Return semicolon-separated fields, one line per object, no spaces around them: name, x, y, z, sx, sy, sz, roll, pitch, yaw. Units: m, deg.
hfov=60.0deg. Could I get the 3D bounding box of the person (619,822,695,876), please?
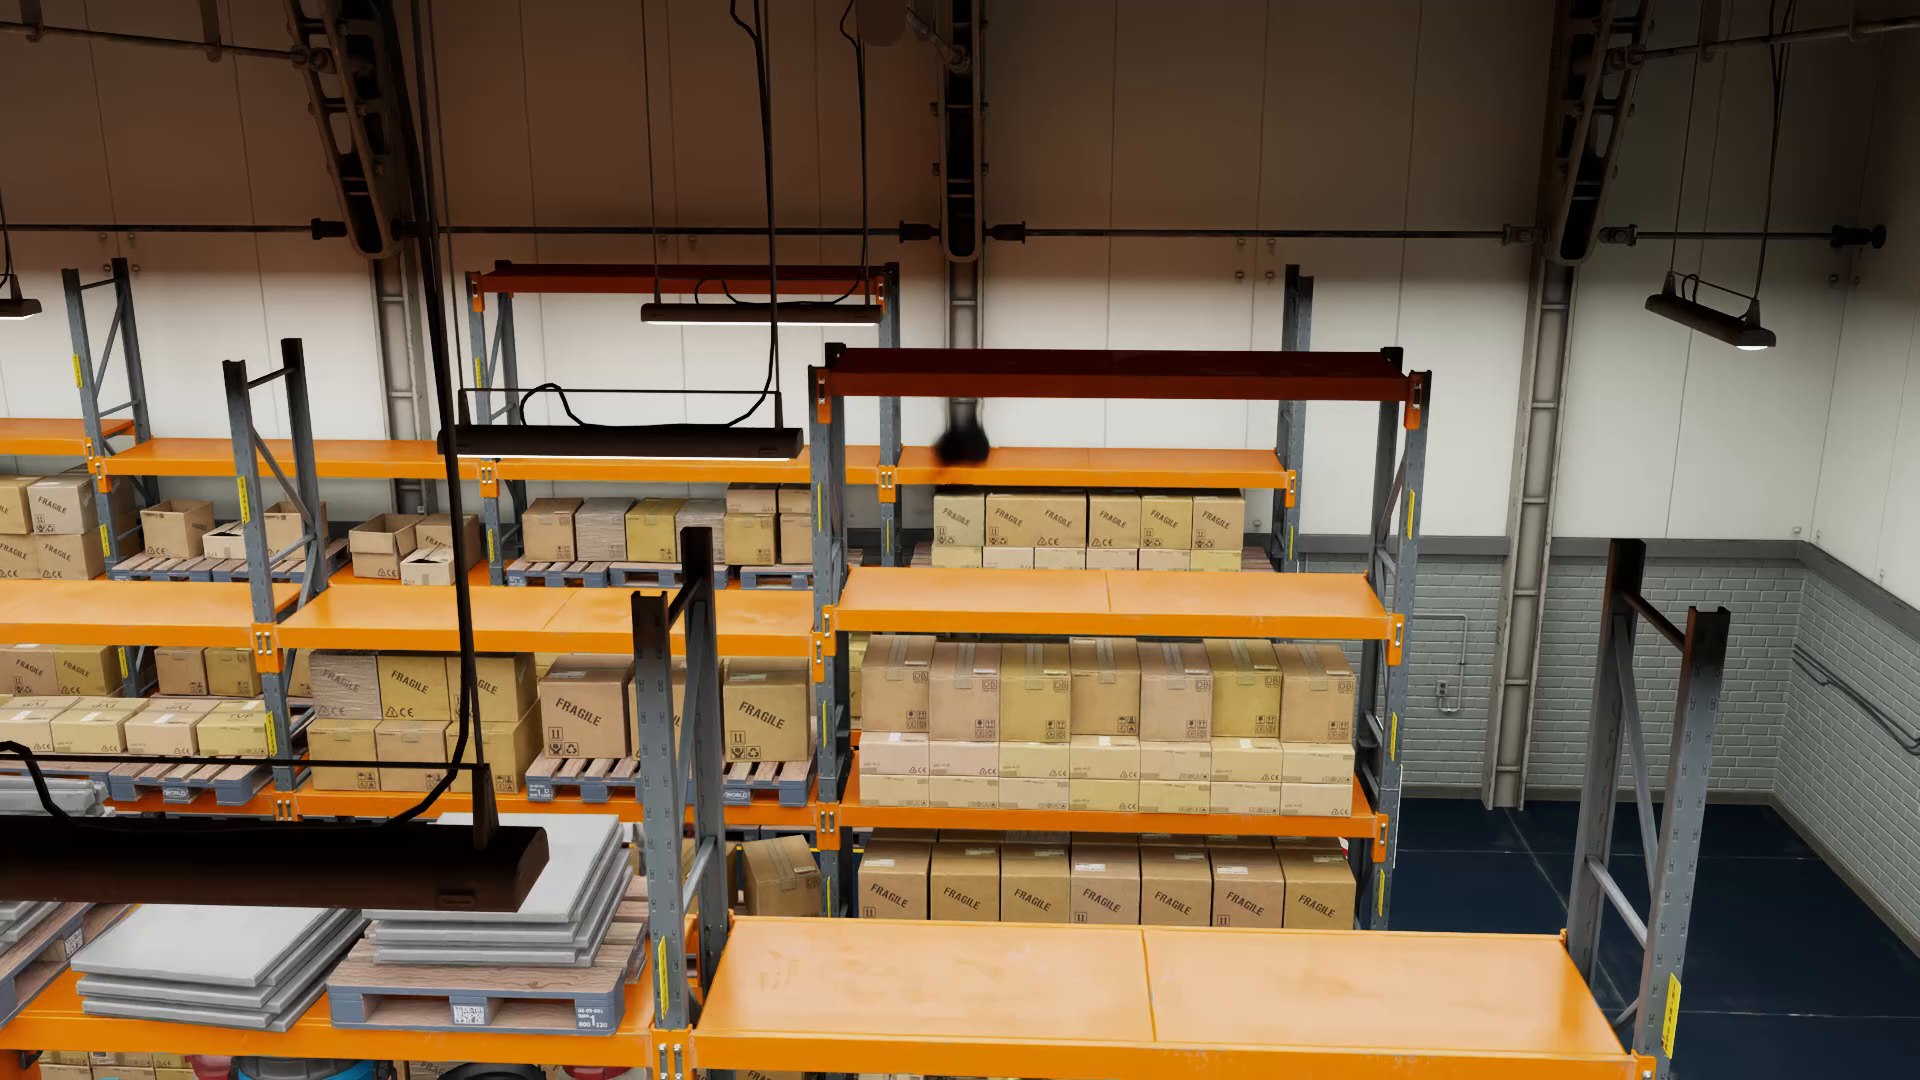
person;-2.801;2.946;15.541;1.103;1.580;0.717;4;17;12
